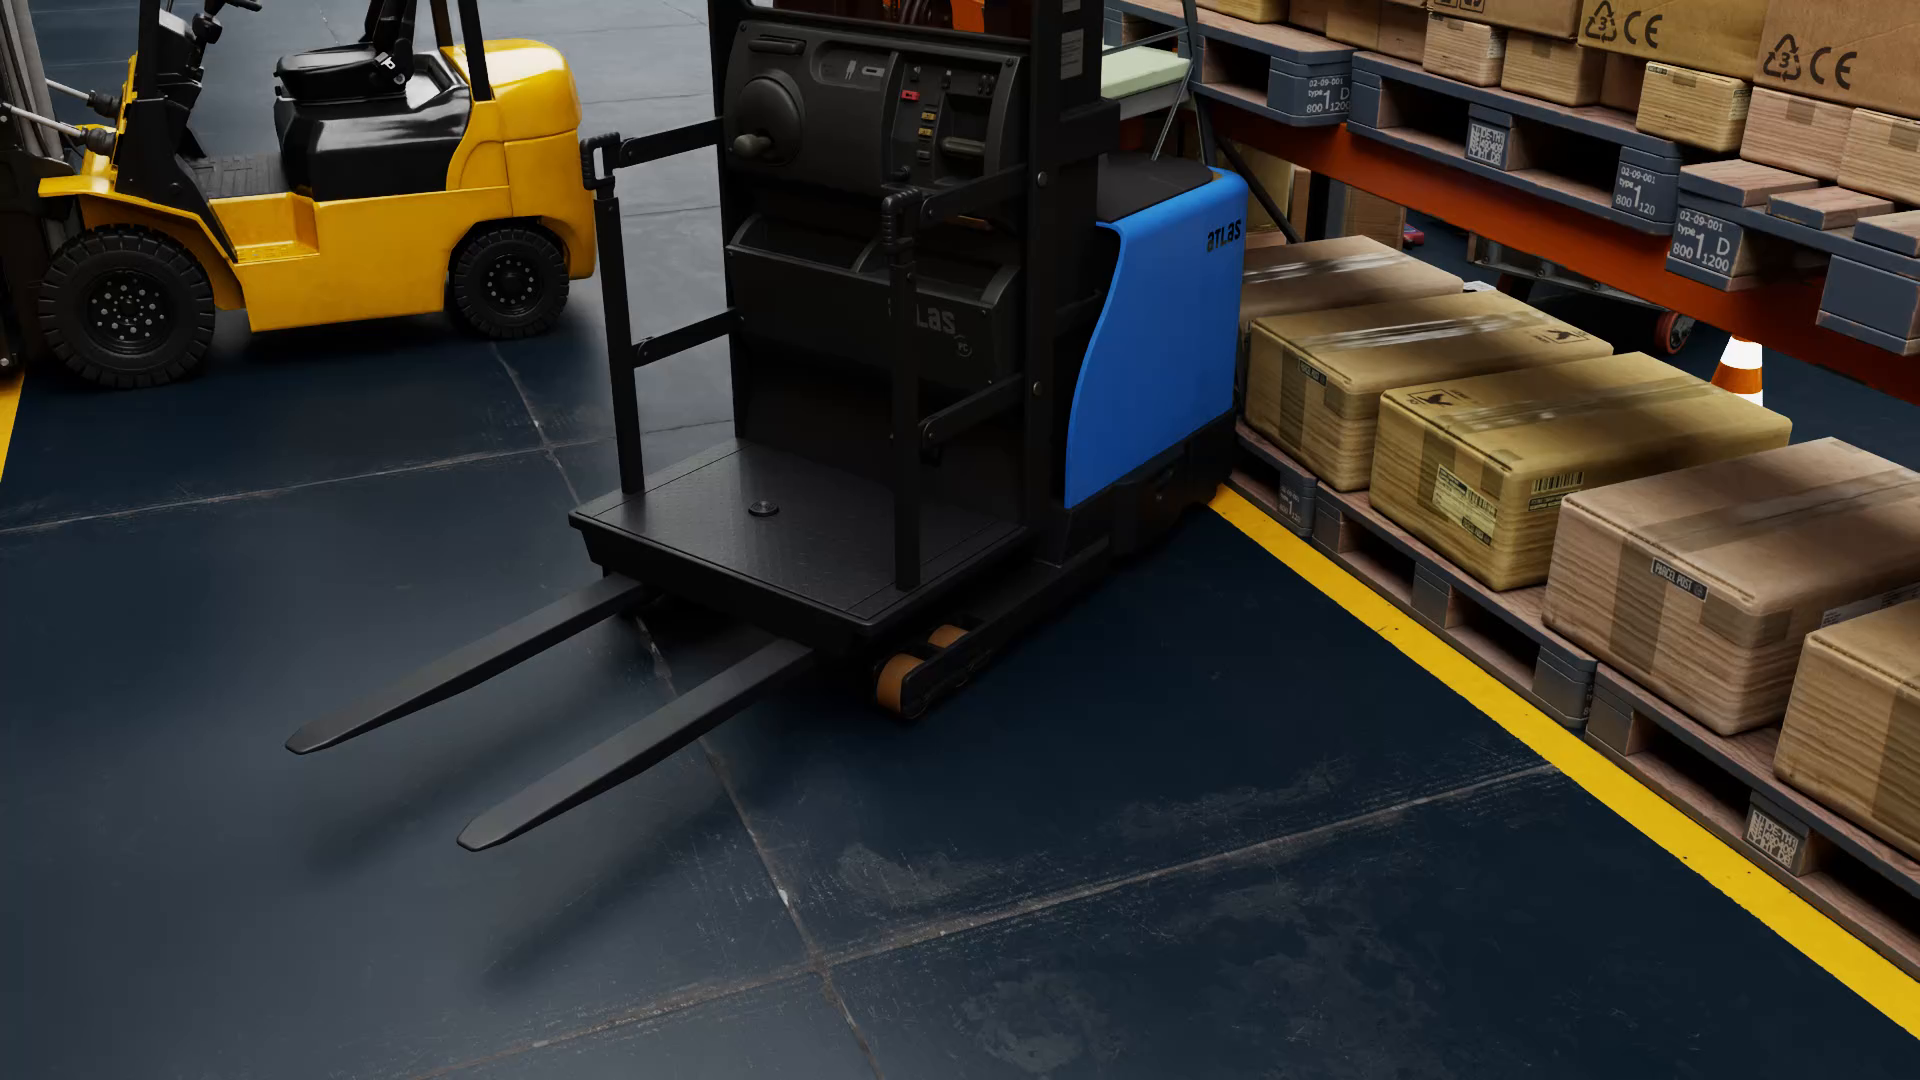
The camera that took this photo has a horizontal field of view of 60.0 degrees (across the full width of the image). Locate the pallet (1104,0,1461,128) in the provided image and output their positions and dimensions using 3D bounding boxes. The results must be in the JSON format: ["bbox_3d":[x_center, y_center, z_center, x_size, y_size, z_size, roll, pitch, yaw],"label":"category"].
[{"bbox_3d":[1.167,-1.573,5.272,1.003,0.211,1.213,-11,28,-21],"label":"pallet"}]

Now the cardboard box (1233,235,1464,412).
[{"bbox_3d":[1.209,-0.789,5.964,0.950,0.372,0.625,-10,28,-20],"label":"cardboard box"}]

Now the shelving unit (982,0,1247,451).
[{"bbox_3d":[0.539,-1.055,5.599,0.431,1.500,0.755,-20,27,-14],"label":"shelving unit"}]

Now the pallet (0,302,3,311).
[{"bbox_3d":[-4.319,-0.707,6.457,1.003,0.211,1.213,-11,28,-21],"label":"pallet"}]

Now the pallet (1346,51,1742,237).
[{"bbox_3d":[1.755,-1.084,4.270,1.003,0.211,1.213,-11,28,-21],"label":"pallet"}]

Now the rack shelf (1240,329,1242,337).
[{"bbox_3d":[0.604,-0.768,5.740,0.431,0.370,0.720,-20,27,-14],"label":"rack shelf"}]

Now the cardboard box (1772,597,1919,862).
[{"bbox_3d":[2.356,0.384,3.561,0.950,0.372,0.625,-13,29,-24],"label":"cardboard box"}]

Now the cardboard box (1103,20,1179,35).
[{"bbox_3d":[0.595,-1.957,6.126,0.380,0.149,0.250,-11,28,-21],"label":"cardboard box"}]

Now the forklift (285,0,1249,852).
[{"bbox_3d":[-0.372,-1.097,4.156,1.130,2.935,3.031,18,31,32],"label":"forklift"}]

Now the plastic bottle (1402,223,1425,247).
[{"bbox_3d":[2.222,-1.516,8.284,0.133,0.061,0.283,-6,27,-12],"label":"plastic bottle"}]

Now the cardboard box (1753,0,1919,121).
[{"bbox_3d":[1.922,-1.088,3.128,0.500,0.500,0.500,-11,28,-21],"label":"cardboard box"}]

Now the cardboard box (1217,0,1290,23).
[{"bbox_3d":[1.017,-1.689,5.098,0.380,0.149,0.250,-10,28,-20],"label":"cardboard box"}]

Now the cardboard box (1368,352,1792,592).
[{"bbox_3d":[1.768,-0.219,4.797,0.950,0.372,0.625,-10,28,-19],"label":"cardboard box"}]

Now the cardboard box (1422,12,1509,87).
[{"bbox_3d":[1.412,-1.260,4.220,0.380,0.149,0.250,-9,28,-19],"label":"cardboard box"}]

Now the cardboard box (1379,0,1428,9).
[{"bbox_3d":[1.299,-1.718,4.417,0.500,0.500,0.500,-11,28,-21],"label":"cardboard box"}]

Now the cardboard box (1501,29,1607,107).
[{"bbox_3d":[1.543,-1.158,4.010,0.380,0.149,0.250,-12,28,-22],"label":"cardboard box"}]

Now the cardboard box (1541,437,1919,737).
[{"bbox_3d":[2.059,0.088,4.168,0.950,0.372,0.625,-11,28,-22],"label":"cardboard box"}]

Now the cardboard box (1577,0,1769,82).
[{"bbox_3d":[1.723,-1.291,3.545,0.500,0.500,0.500,-13,29,-24],"label":"cardboard box"}]

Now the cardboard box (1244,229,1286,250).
[{"bbox_3d":[1.019,-1.231,7.007,0.500,0.250,0.500,-12,28,-23],"label":"cardboard box"}]

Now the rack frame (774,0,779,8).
[{"bbox_3d":[-0.565,-3.608,9.220,1.000,3.000,0.127,-11,28,-21],"label":"rack frame"}]

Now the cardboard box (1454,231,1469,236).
[{"bbox_3d":[2.826,-1.897,8.406,0.797,0.637,0.503,-11,28,-21],"label":"cardboard box"}]

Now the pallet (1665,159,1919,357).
[{"bbox_3d":[2.191,-0.561,3.199,1.213,0.211,1.003,-11,28,-21],"label":"pallet"}]

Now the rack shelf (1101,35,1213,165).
[{"bbox_3d":[0.460,-1.397,5.430,0.431,0.370,0.720,-20,27,-14],"label":"rack shelf"}]

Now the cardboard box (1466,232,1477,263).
[{"bbox_3d":[2.657,-1.462,7.942,0.396,0.266,0.258,13,29,24],"label":"cardboard box"}]

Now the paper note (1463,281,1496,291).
[{"bbox_3d":[2.364,-1.166,7.603,0.148,0.019,0.142,-11,28,-21],"label":"paper note"}]

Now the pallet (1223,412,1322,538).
[{"bbox_3d":[1.308,-0.426,5.881,1.003,0.211,1.213,-11,28,-21],"label":"pallet"}]

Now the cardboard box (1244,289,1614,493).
[{"bbox_3d":[1.494,-0.500,5.371,0.950,0.372,0.625,-9,27,-17],"label":"cardboard box"}]

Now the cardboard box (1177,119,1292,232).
[{"bbox_3d":[1.019,-1.568,6.842,0.500,0.500,0.500,-9,27,-18],"label":"cardboard box"}]

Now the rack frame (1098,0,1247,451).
[{"bbox_3d":[0.667,-0.927,5.281,0.400,1.500,0.023,-20,27,-14],"label":"rack frame"}]

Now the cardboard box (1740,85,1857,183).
[{"bbox_3d":[1.820,-0.839,3.356,0.380,0.149,0.250,-12,28,-23],"label":"cardboard box"}]

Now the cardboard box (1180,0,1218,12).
[{"bbox_3d":[0.927,-1.791,5.308,0.380,0.149,0.250,-10,28,-20],"label":"cardboard box"}]

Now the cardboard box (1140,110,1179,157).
[{"bbox_3d":[0.523,-1.476,6.654,0.500,0.500,0.500,-11,28,-21],"label":"cardboard box"}]

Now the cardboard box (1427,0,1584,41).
[{"bbox_3d":[1.510,-1.512,3.996,0.500,0.500,0.500,-12,28,-23],"label":"cardboard box"}]

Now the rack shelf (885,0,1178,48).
[{"bbox_3d":[0.218,-2.477,7.724,1.077,0.370,4.000,-11,28,-21],"label":"rack shelf"}]

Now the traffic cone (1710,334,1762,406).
[{"bbox_3d":[2.775,-0.593,5.937,0.336,0.463,0.334,-11,28,-21],"label":"traffic cone"}]

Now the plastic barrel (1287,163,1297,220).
[{"bbox_3d":[1.637,-1.876,8.610,0.512,0.421,0.421,8,27,15],"label":"plastic barrel"}]

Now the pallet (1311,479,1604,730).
[{"bbox_3d":[1.789,0.068,4.871,1.003,0.211,1.213,-11,28,-21],"label":"pallet"}]

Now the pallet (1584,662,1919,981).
[{"bbox_3d":[2.263,0.559,3.864,1.003,0.211,1.213,-11,28,-21],"label":"pallet"}]

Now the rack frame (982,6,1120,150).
[{"bbox_3d":[0.410,-1.182,5.917,0.400,1.500,0.023,-20,27,-14],"label":"rack frame"}]

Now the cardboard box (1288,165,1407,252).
[{"bbox_3d":[1.834,-1.537,7.825,0.500,0.500,0.500,8,27,15],"label":"cardboard box"}]

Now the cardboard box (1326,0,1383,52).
[{"bbox_3d":[1.260,-1.477,4.663,0.380,0.149,0.250,-10,28,-20],"label":"cardboard box"}]

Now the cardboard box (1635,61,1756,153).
[{"bbox_3d":[1.700,-0.947,3.579,0.380,0.149,0.250,-10,28,-20],"label":"cardboard box"}]

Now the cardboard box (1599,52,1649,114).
[{"bbox_3d":[1.717,-1.070,3.831,0.380,0.149,0.250,-10,28,-20],"label":"cardboard box"}]

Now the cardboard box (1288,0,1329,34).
[{"bbox_3d":[1.198,-1.588,4.891,0.380,0.149,0.250,-9,27,-17],"label":"cardboard box"}]

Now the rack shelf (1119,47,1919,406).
[{"bbox_3d":[1.785,-0.862,4.417,1.077,0.370,4.000,-11,28,-21],"label":"rack shelf"}]

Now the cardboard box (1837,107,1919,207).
[{"bbox_3d":[1.912,-0.736,3.145,0.380,0.149,0.250,-11,28,-21],"label":"cardboard box"}]

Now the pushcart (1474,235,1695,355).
[{"bbox_3d":[3.080,-1.226,7.332,1.648,0.377,0.936,-22,34,-38],"label":"pushcart"}]

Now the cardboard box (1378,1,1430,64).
[{"bbox_3d":[1.356,-1.376,4.458,0.380,0.149,0.250,-10,28,-20],"label":"cardboard box"}]

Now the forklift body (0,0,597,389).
[{"bbox_3d":[-2.710,-1.920,6.731,2.313,2.155,1.214,-11,28,-21],"label":"forklift body"}]

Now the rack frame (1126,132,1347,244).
[{"bbox_3d":[1.001,-1.993,5.913,1.000,3.000,0.127,-11,28,-21],"label":"rack frame"}]

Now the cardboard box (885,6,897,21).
[{"bbox_3d":[-0.494,-2.515,8.783,0.500,0.500,0.500,-12,28,-22],"label":"cardboard box"}]
